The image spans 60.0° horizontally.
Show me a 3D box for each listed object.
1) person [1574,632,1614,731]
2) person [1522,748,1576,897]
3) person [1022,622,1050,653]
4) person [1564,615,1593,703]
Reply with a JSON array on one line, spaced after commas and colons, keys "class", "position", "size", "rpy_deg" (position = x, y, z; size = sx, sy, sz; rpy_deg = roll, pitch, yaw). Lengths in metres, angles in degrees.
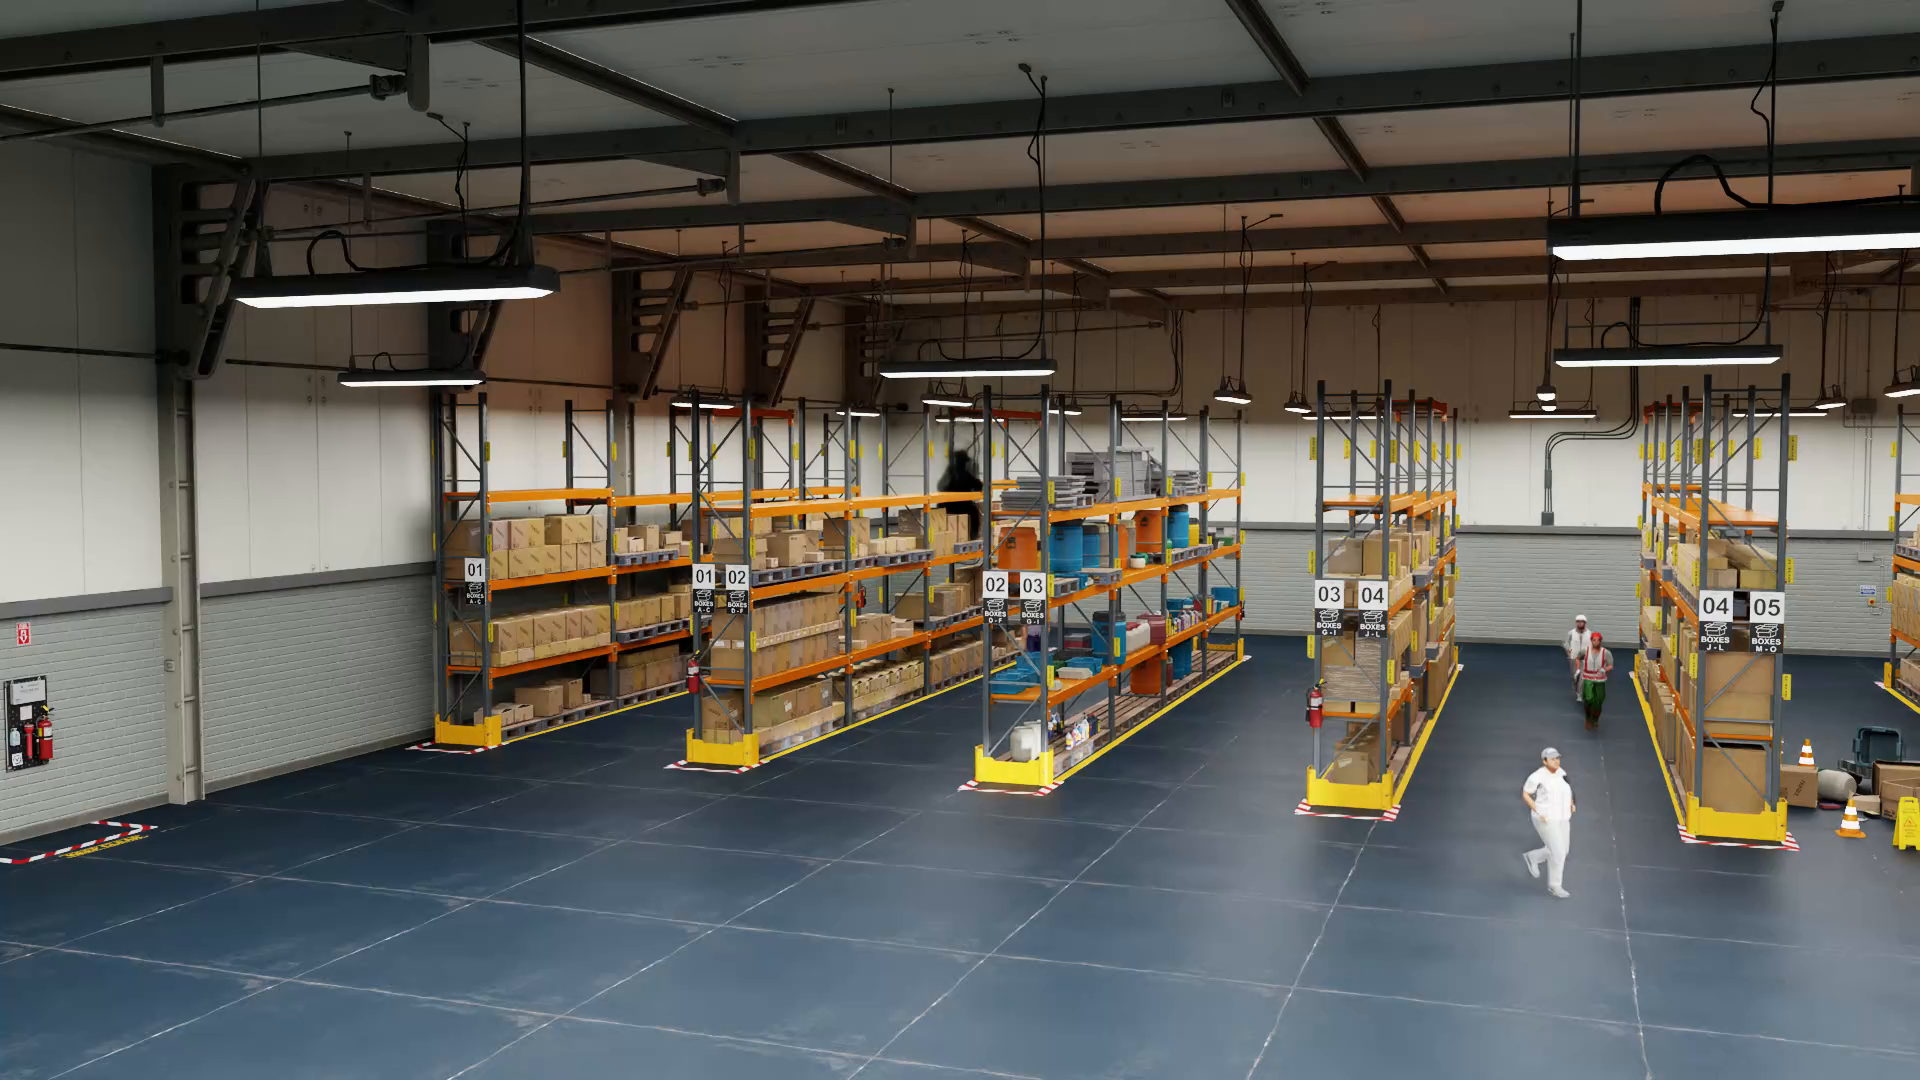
[{"class": "person", "position": [11.326, 2.528, 29.706], "size": [0.648, 1.775, 0.782], "rpy_deg": [1, 3, 18]}, {"class": "person", "position": [6.710, 3.191, 18.960], "size": [0.602, 1.646, 0.692], "rpy_deg": [-1, 3, -26]}, {"class": "person", "position": [1.550, 2.099, 34.005], "size": [0.593, 1.640, 0.574], "rpy_deg": [0, 3, 5]}, {"class": "person", "position": [12.471, 2.369, 33.377], "size": [0.677, 1.737, 0.808], "rpy_deg": [1, 3, 20]}]
